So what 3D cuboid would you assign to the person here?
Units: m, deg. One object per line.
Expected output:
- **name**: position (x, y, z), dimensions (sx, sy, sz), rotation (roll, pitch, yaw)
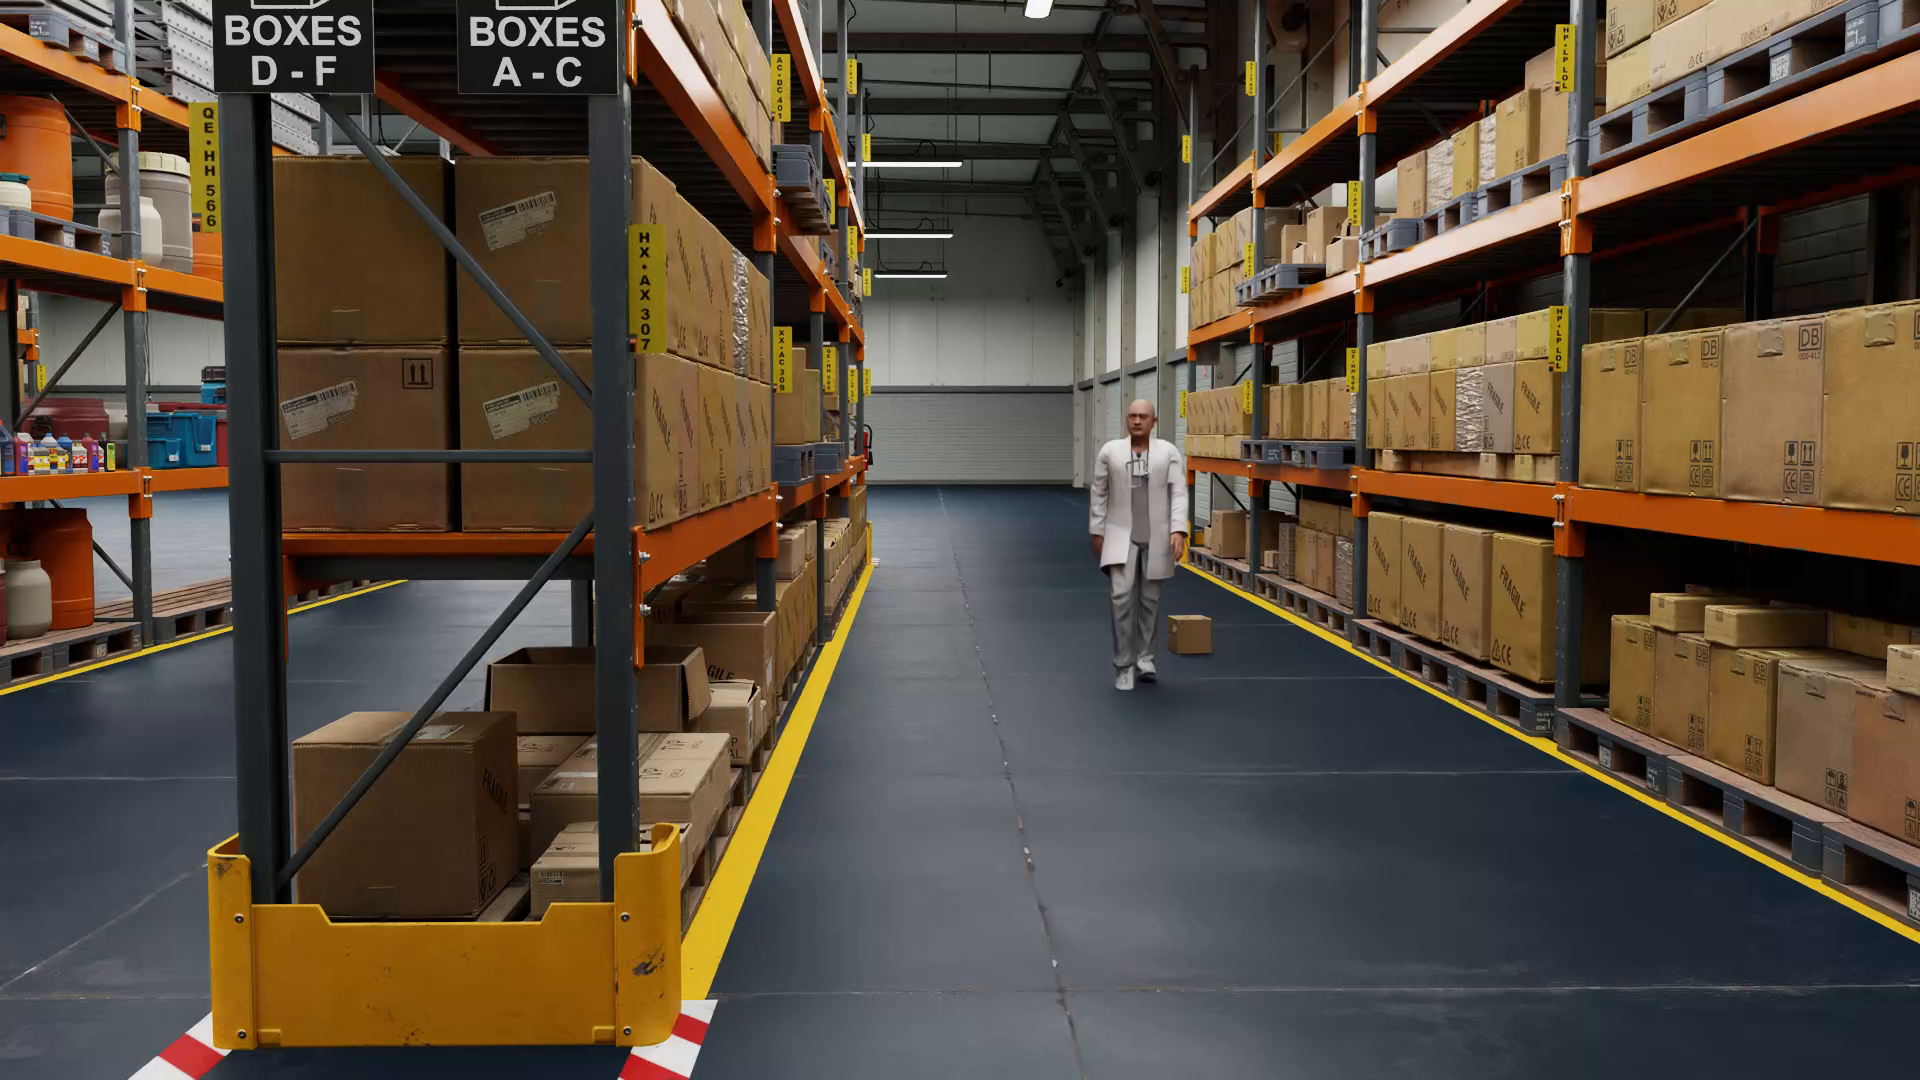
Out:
- **person**: position (1.121, 0.047, 10.453), dimensions (0.616, 1.863, 0.666), rotation (0, 4, 3)
